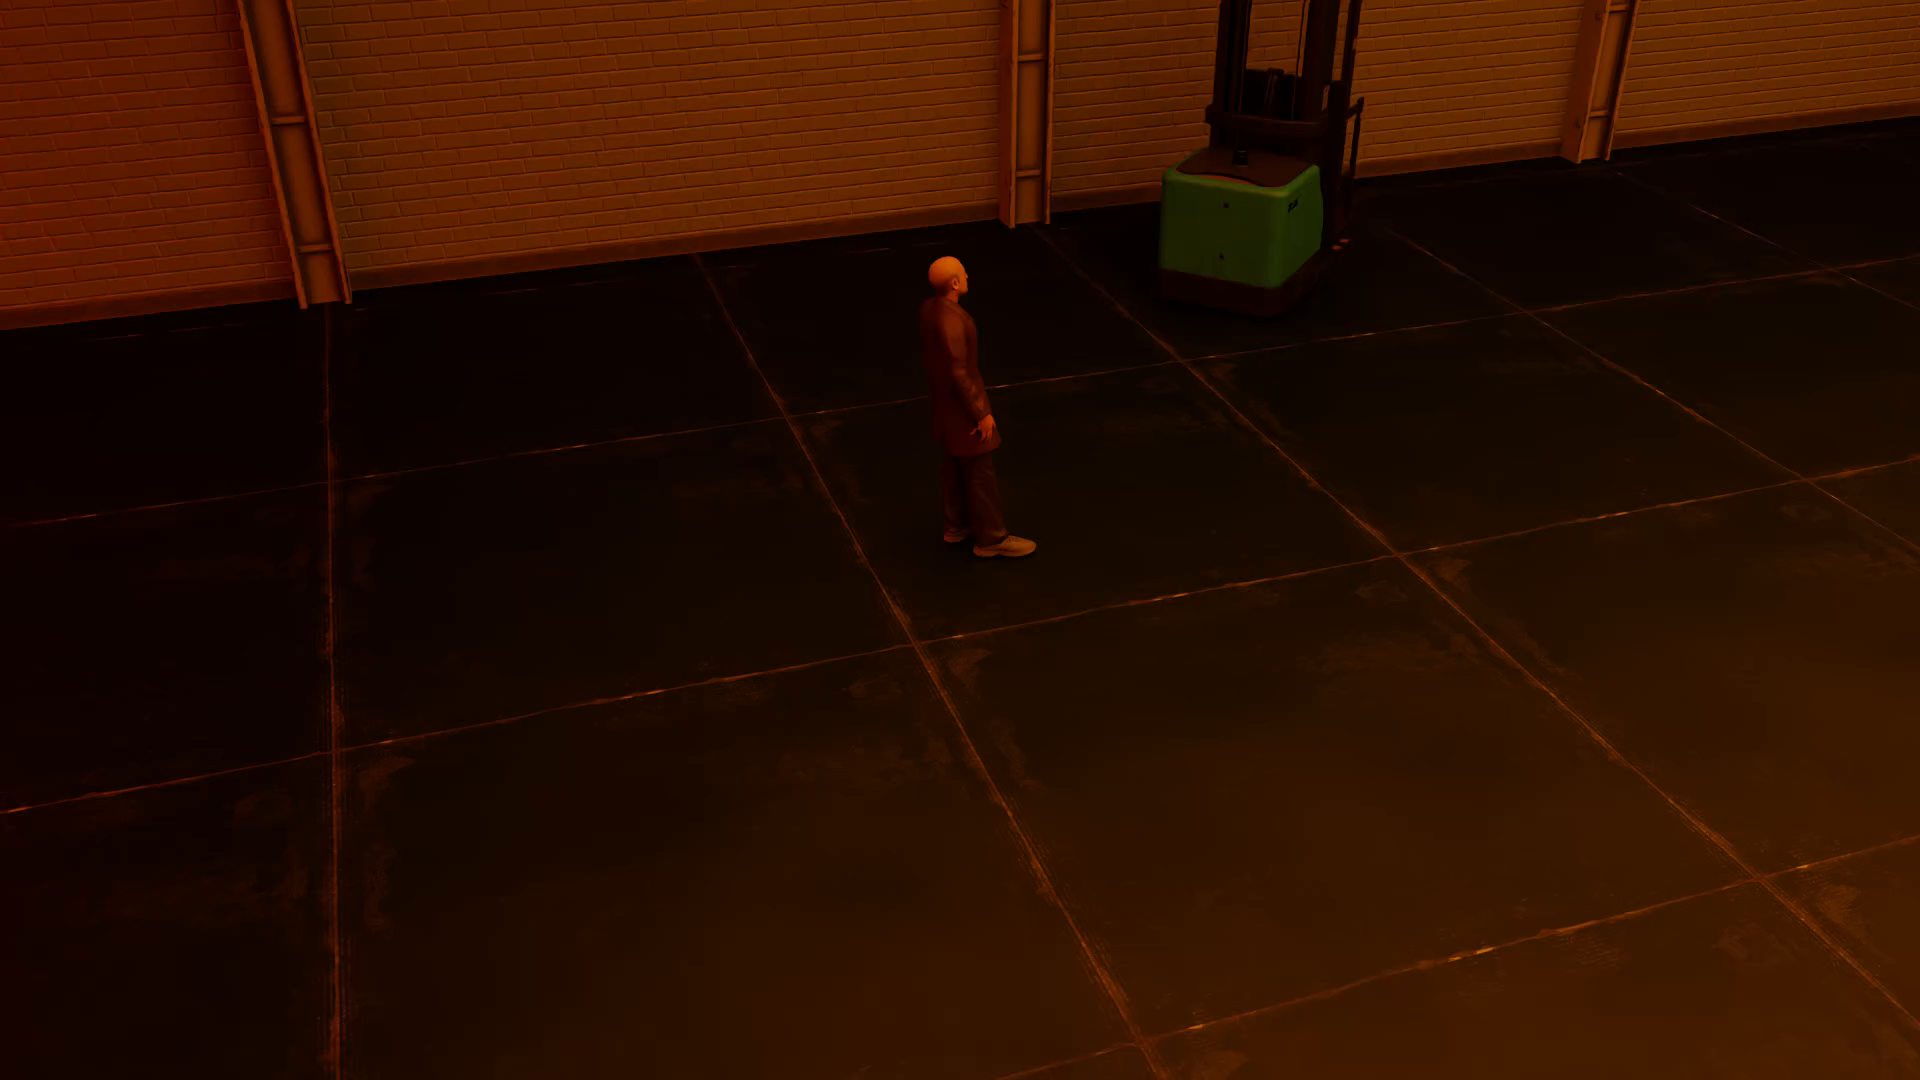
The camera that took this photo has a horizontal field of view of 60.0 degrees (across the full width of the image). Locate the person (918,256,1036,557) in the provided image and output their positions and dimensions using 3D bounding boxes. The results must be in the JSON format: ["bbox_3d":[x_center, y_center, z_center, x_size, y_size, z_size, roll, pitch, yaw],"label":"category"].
[{"bbox_3d":[0.088,-0.789,9.600,0.582,1.776,0.696,-10,31,-16],"label":"person"}]

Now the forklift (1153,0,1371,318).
[{"bbox_3d":[2.707,-3.696,13.510,1.130,2.935,3.031,16,33,25],"label":"forklift"}]
